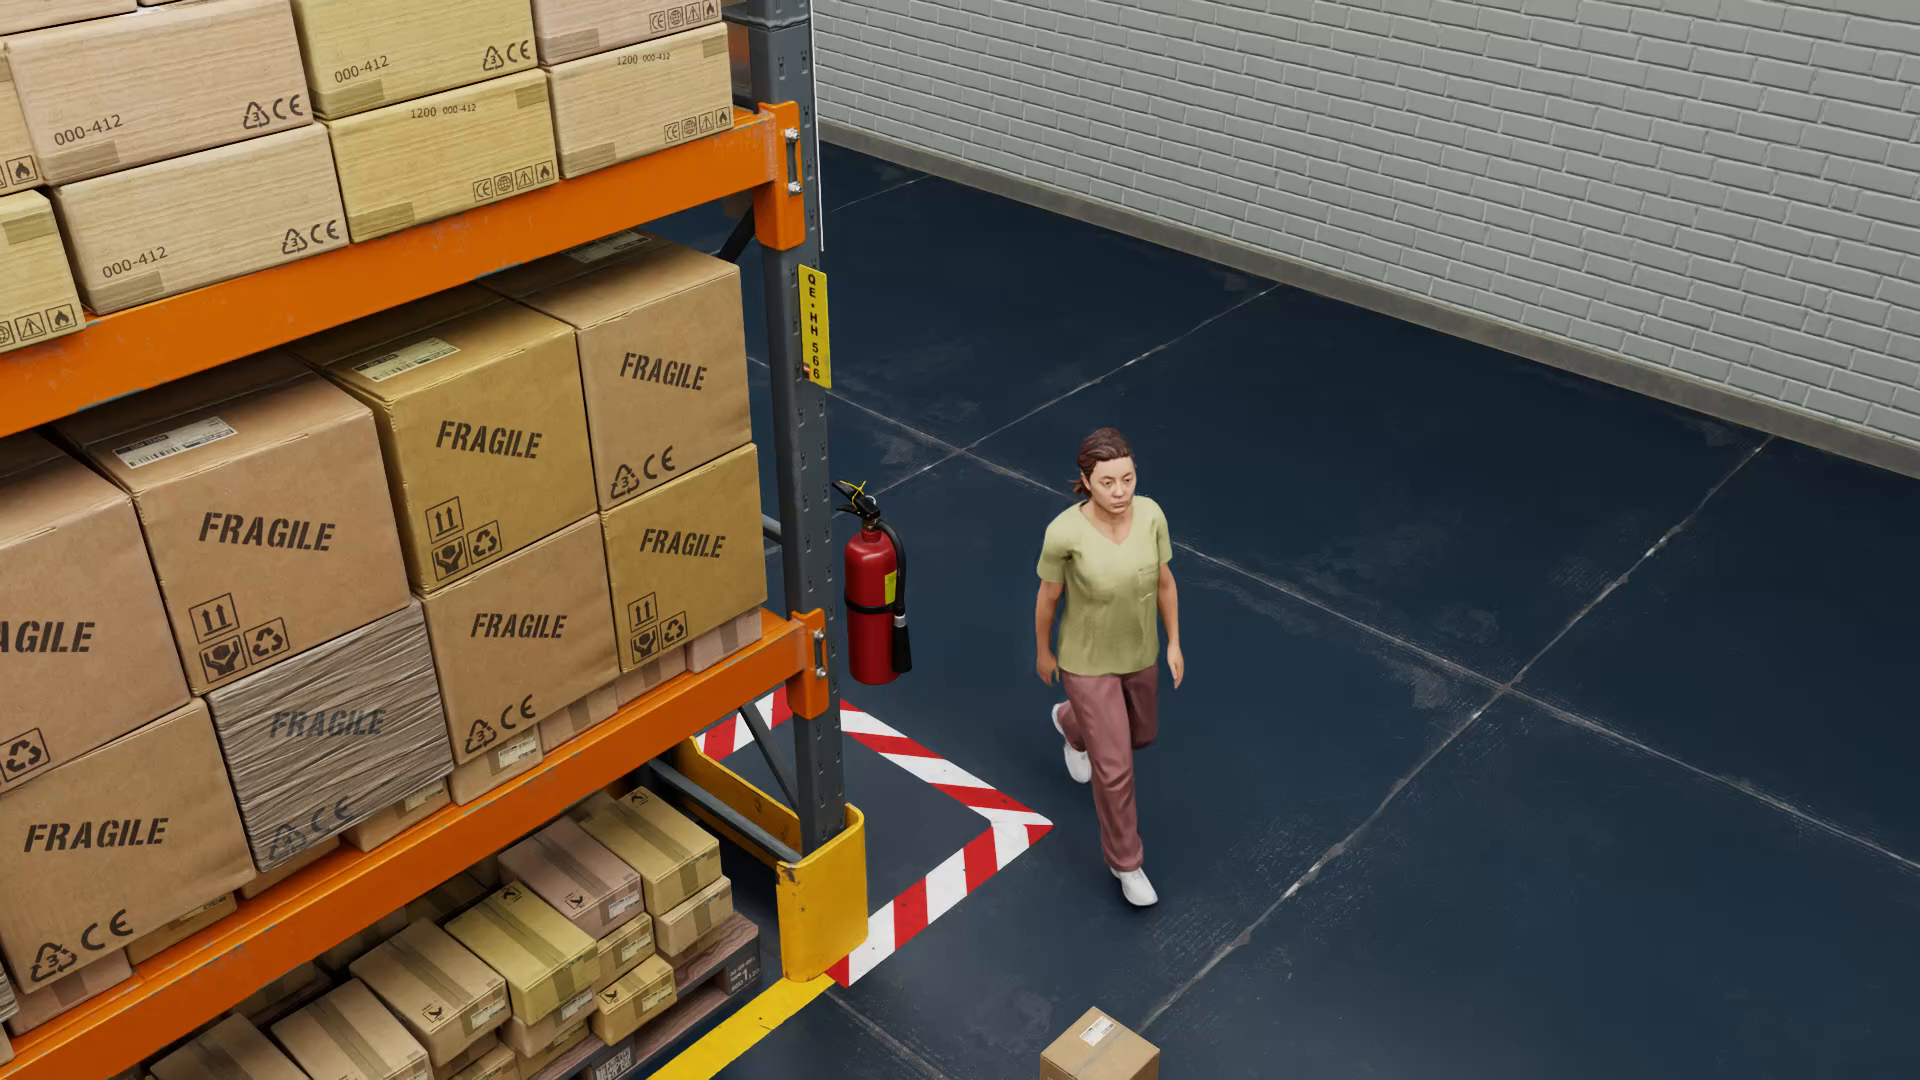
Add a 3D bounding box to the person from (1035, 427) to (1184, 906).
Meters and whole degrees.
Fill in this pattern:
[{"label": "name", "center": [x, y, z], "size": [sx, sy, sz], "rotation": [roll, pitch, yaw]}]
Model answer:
[{"label": "person", "center": [0.484, 0.361, 5.536], "size": [0.469, 1.642, 0.877], "rotation": [-13, 34, -21]}]
